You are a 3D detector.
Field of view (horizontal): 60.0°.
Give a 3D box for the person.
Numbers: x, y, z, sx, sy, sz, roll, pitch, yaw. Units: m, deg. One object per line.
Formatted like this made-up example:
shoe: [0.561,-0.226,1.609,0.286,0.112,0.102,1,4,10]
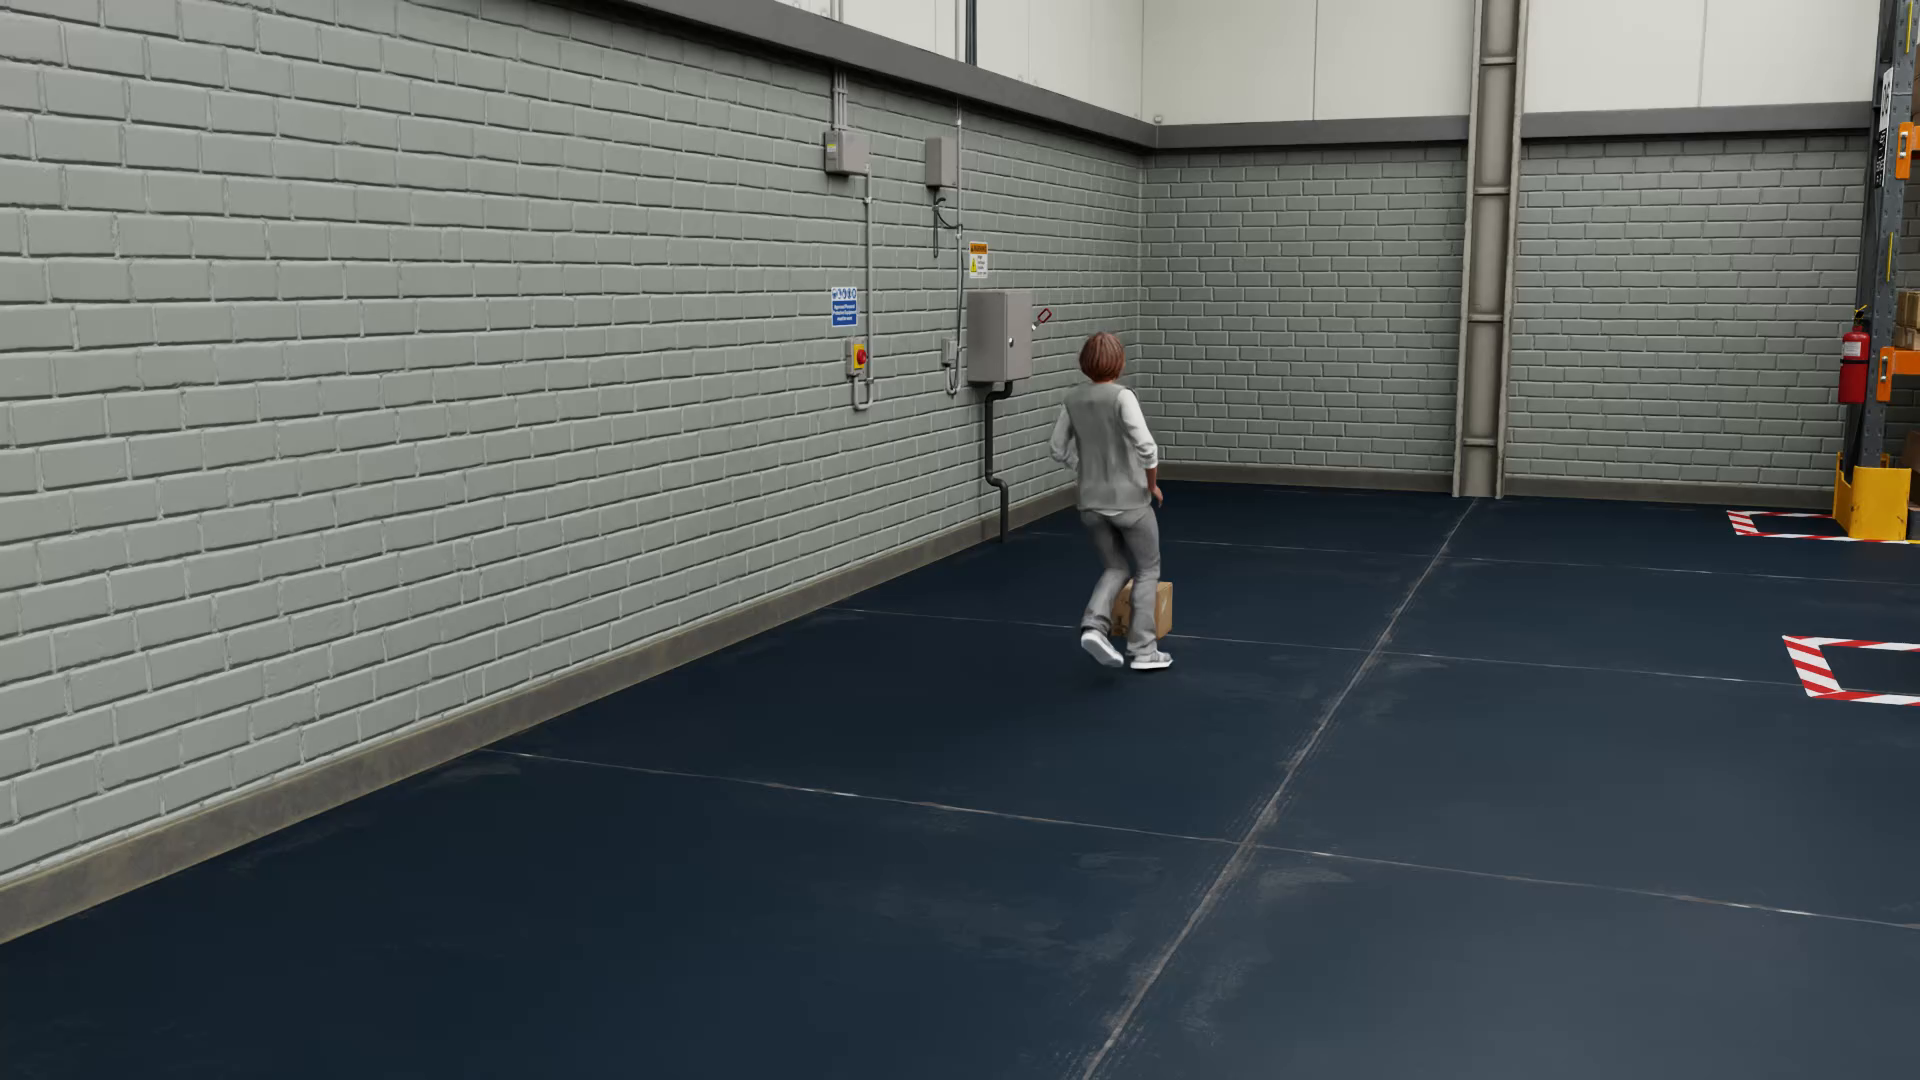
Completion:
person: [0.694,-0.160,7.541,0.592,1.561,0.598,6,11,34]
